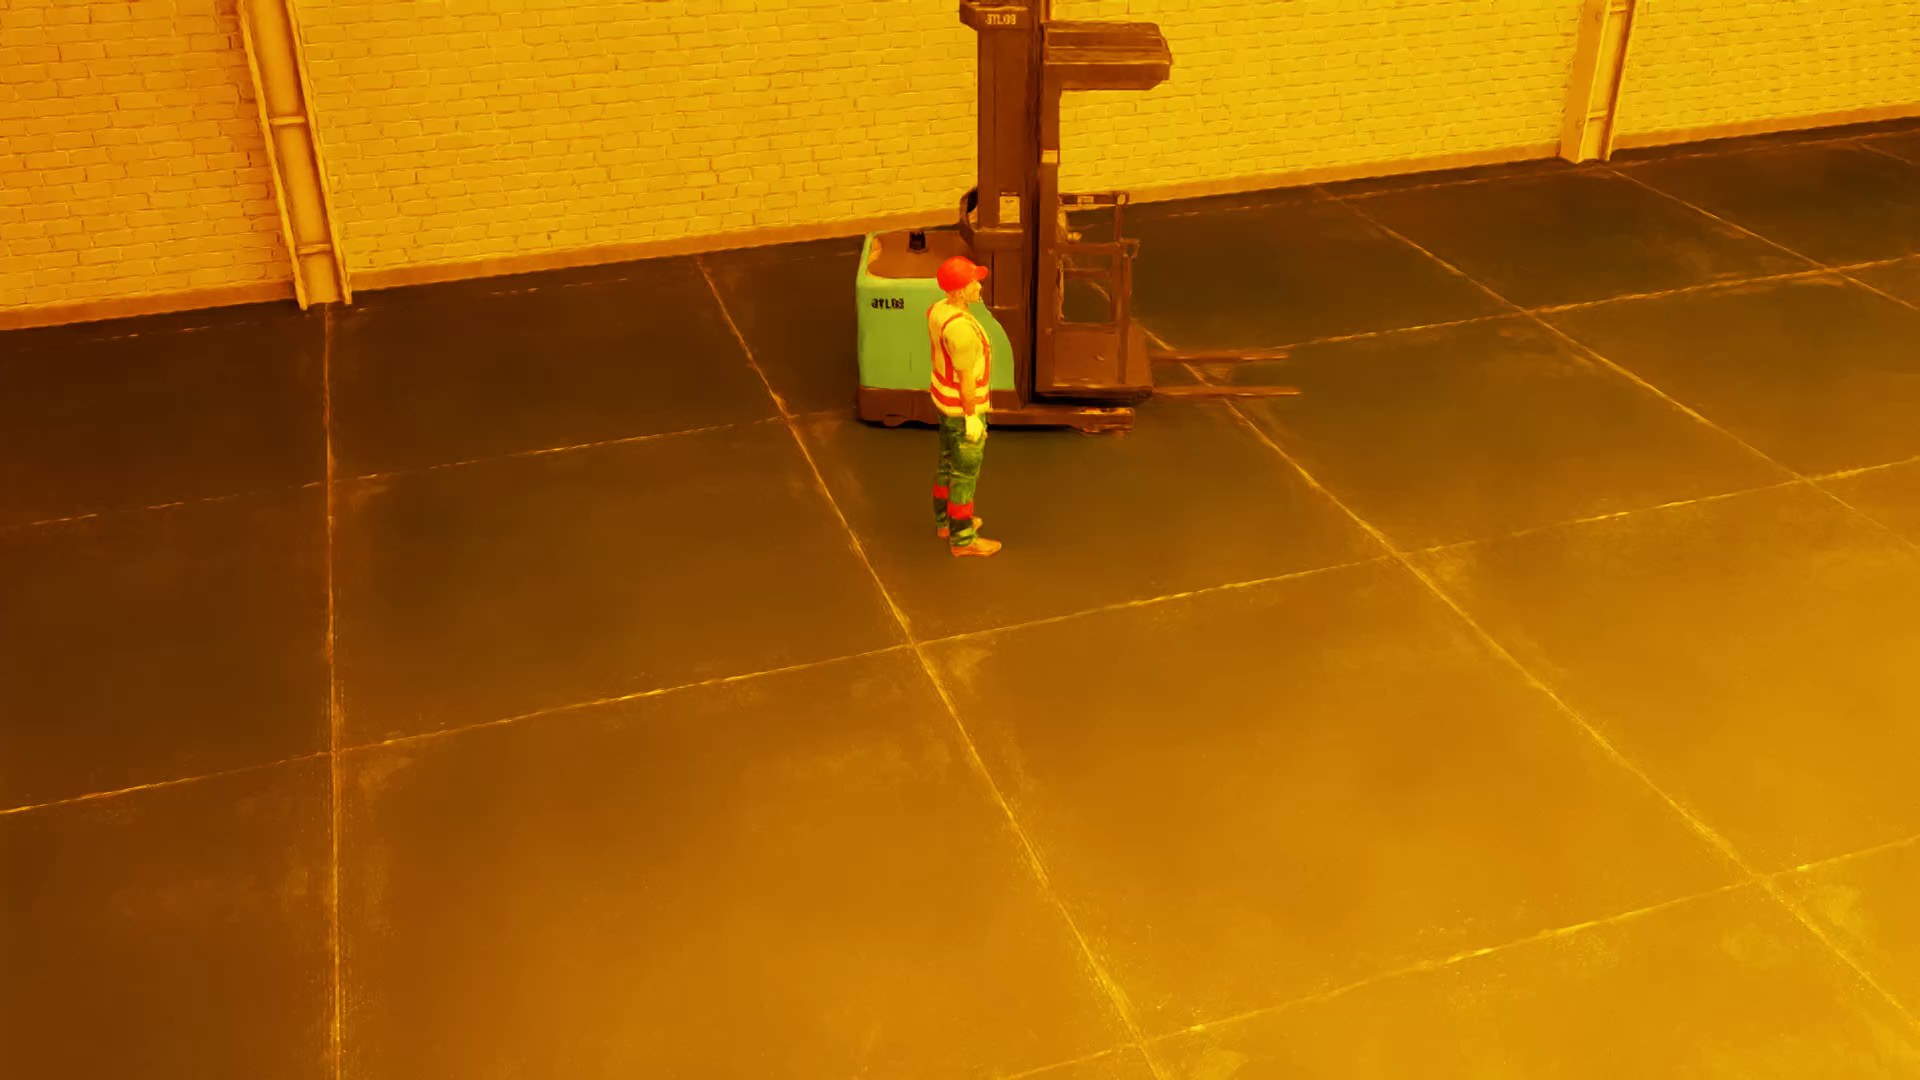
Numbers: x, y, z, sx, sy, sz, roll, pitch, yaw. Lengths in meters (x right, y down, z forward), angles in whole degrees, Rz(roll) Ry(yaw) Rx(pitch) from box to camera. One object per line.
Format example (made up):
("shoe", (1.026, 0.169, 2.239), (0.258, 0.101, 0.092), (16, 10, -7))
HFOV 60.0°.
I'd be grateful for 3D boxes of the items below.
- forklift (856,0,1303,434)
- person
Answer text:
("forklift", (0.827, -2.262, 11.018), (3.031, 2.935, 1.130), (1, 30, 1))
("person", (0.019, -0.780, 9.586), (0.349, 1.795, 0.540), (-10, 31, -16))
